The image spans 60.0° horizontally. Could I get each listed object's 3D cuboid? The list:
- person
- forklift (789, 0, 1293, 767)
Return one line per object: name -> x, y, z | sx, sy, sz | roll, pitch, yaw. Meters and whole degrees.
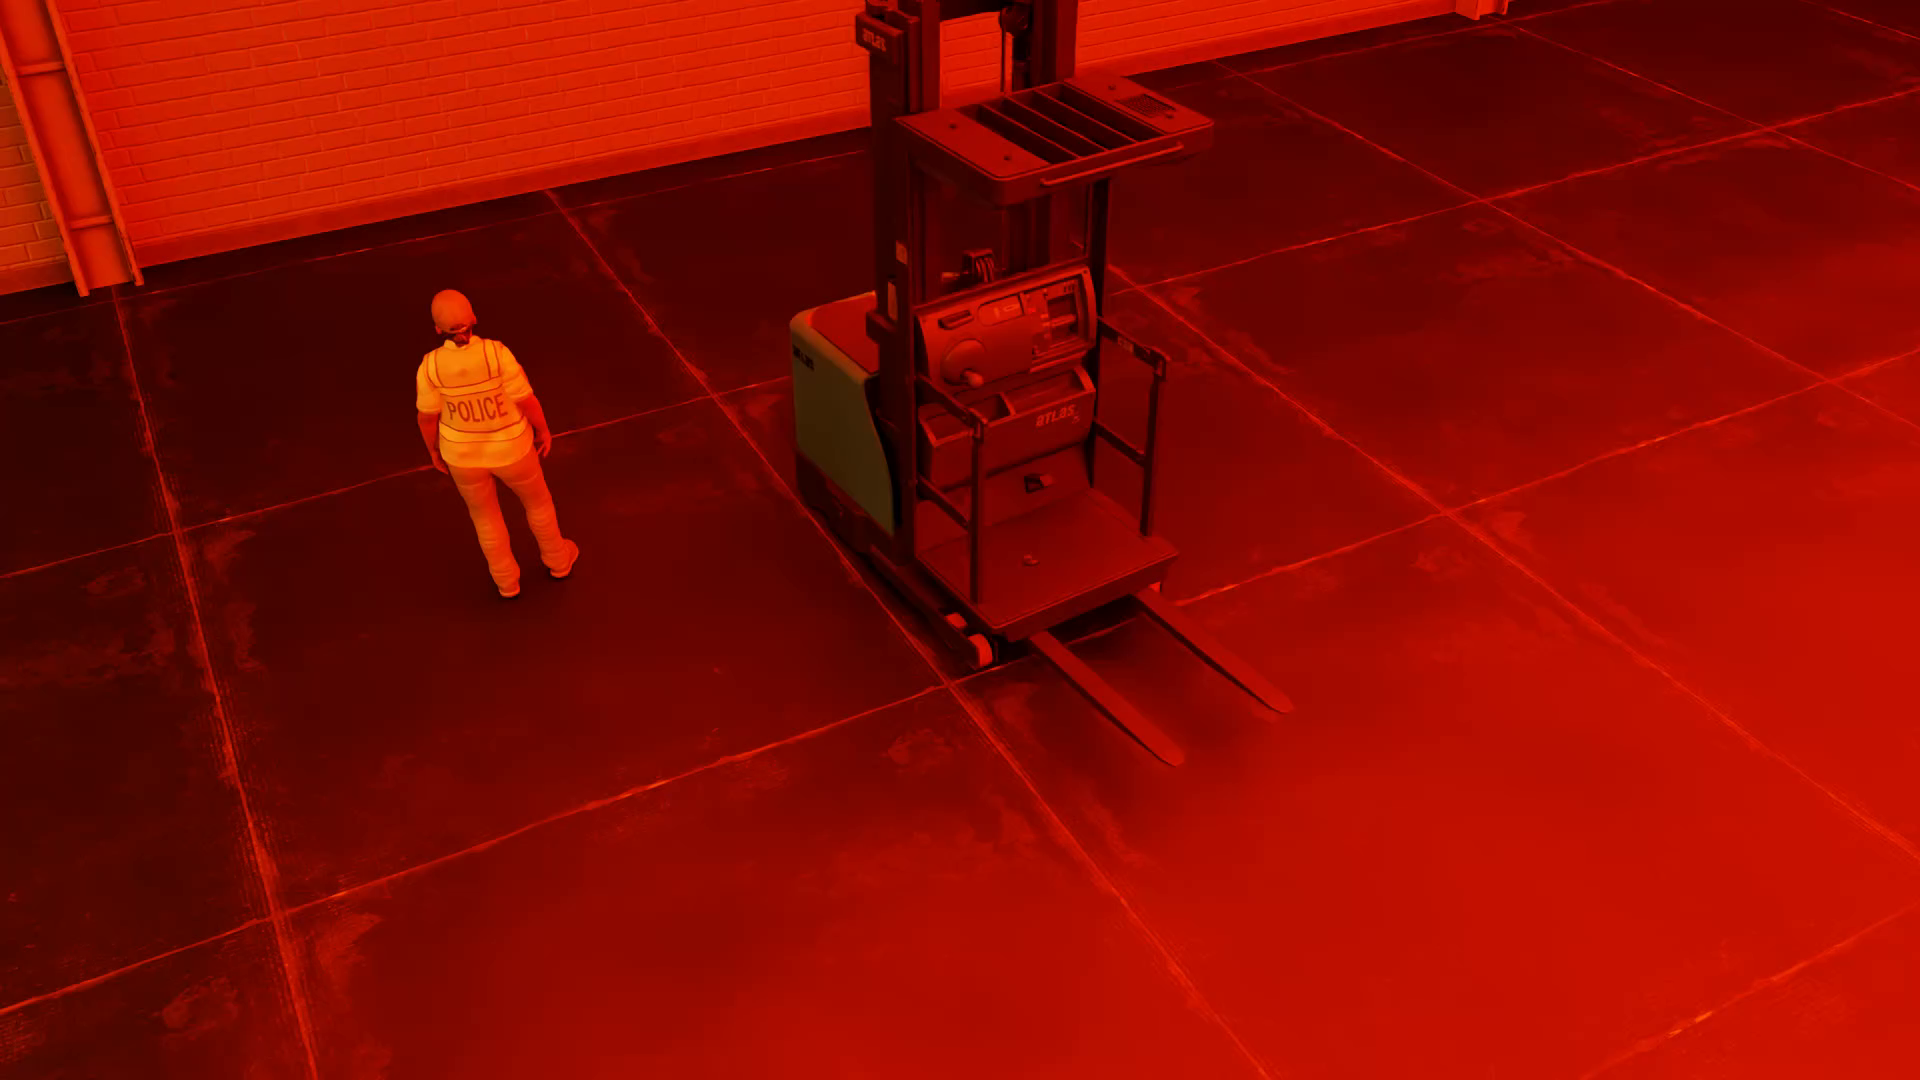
person -> -2.214, -0.474, 7.877 | 0.595, 1.669, 0.531 | -7, 36, -9
forklift -> 0.344, -0.904, 7.402 | 1.130, 2.935, 3.031 | -21, 40, -27
